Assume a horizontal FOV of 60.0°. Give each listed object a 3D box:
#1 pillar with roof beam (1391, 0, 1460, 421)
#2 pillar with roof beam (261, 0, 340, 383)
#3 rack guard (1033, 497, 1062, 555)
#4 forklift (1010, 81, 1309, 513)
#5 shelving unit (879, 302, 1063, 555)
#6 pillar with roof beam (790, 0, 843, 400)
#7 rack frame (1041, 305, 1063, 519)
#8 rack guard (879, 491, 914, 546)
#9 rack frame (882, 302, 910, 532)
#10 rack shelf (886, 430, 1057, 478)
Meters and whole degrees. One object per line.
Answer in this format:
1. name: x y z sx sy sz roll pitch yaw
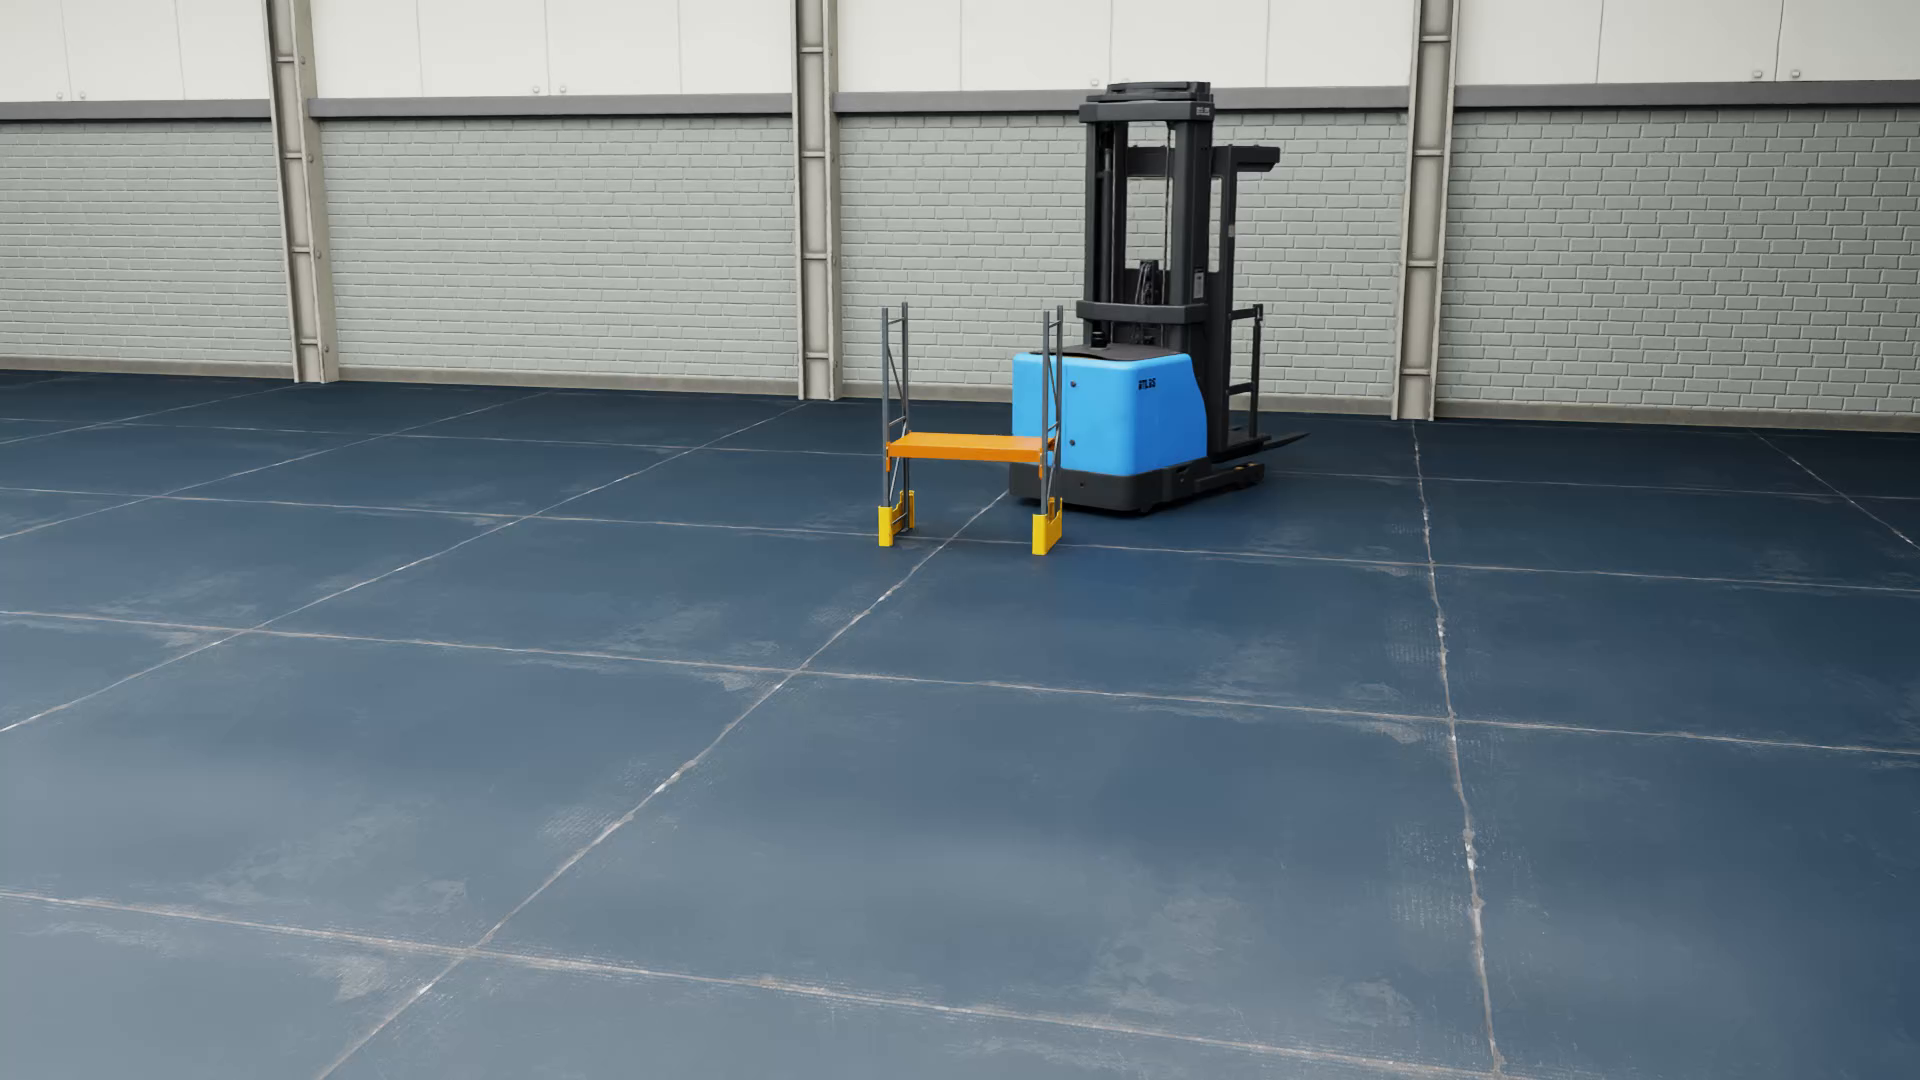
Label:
1. pillar with roof beam: 3.334 -4.668 10.996 0.400 9.000 9.100 3 13 14
2. pillar with roof beam: -8.316 -5.290 13.802 0.400 9.000 9.100 3 13 14
3. rack guard: 0.558 -0.092 10.572 0.087 0.250 0.587 3 13 14
4. forklift: 1.663 -1.877 12.427 1.130 2.935 3.031 10 16 37
5. shelving unit: 0.074 -0.728 10.553 1.083 1.500 0.587 3 13 14
6. pillar with roof beam: -2.491 -4.979 12.399 0.400 9.000 9.100 3 13 14
7. rack frame: 0.576 -0.701 10.432 0.032 1.500 0.500 3 13 14
8. rack guard: -0.409 -0.144 10.805 0.087 0.250 0.587 3 13 14
9. rack frame: -0.411 -0.754 10.670 0.032 1.500 0.500 3 13 14
10. rack shelf: 0.083 -0.552 10.590 1.000 0.185 0.538 3 13 14
